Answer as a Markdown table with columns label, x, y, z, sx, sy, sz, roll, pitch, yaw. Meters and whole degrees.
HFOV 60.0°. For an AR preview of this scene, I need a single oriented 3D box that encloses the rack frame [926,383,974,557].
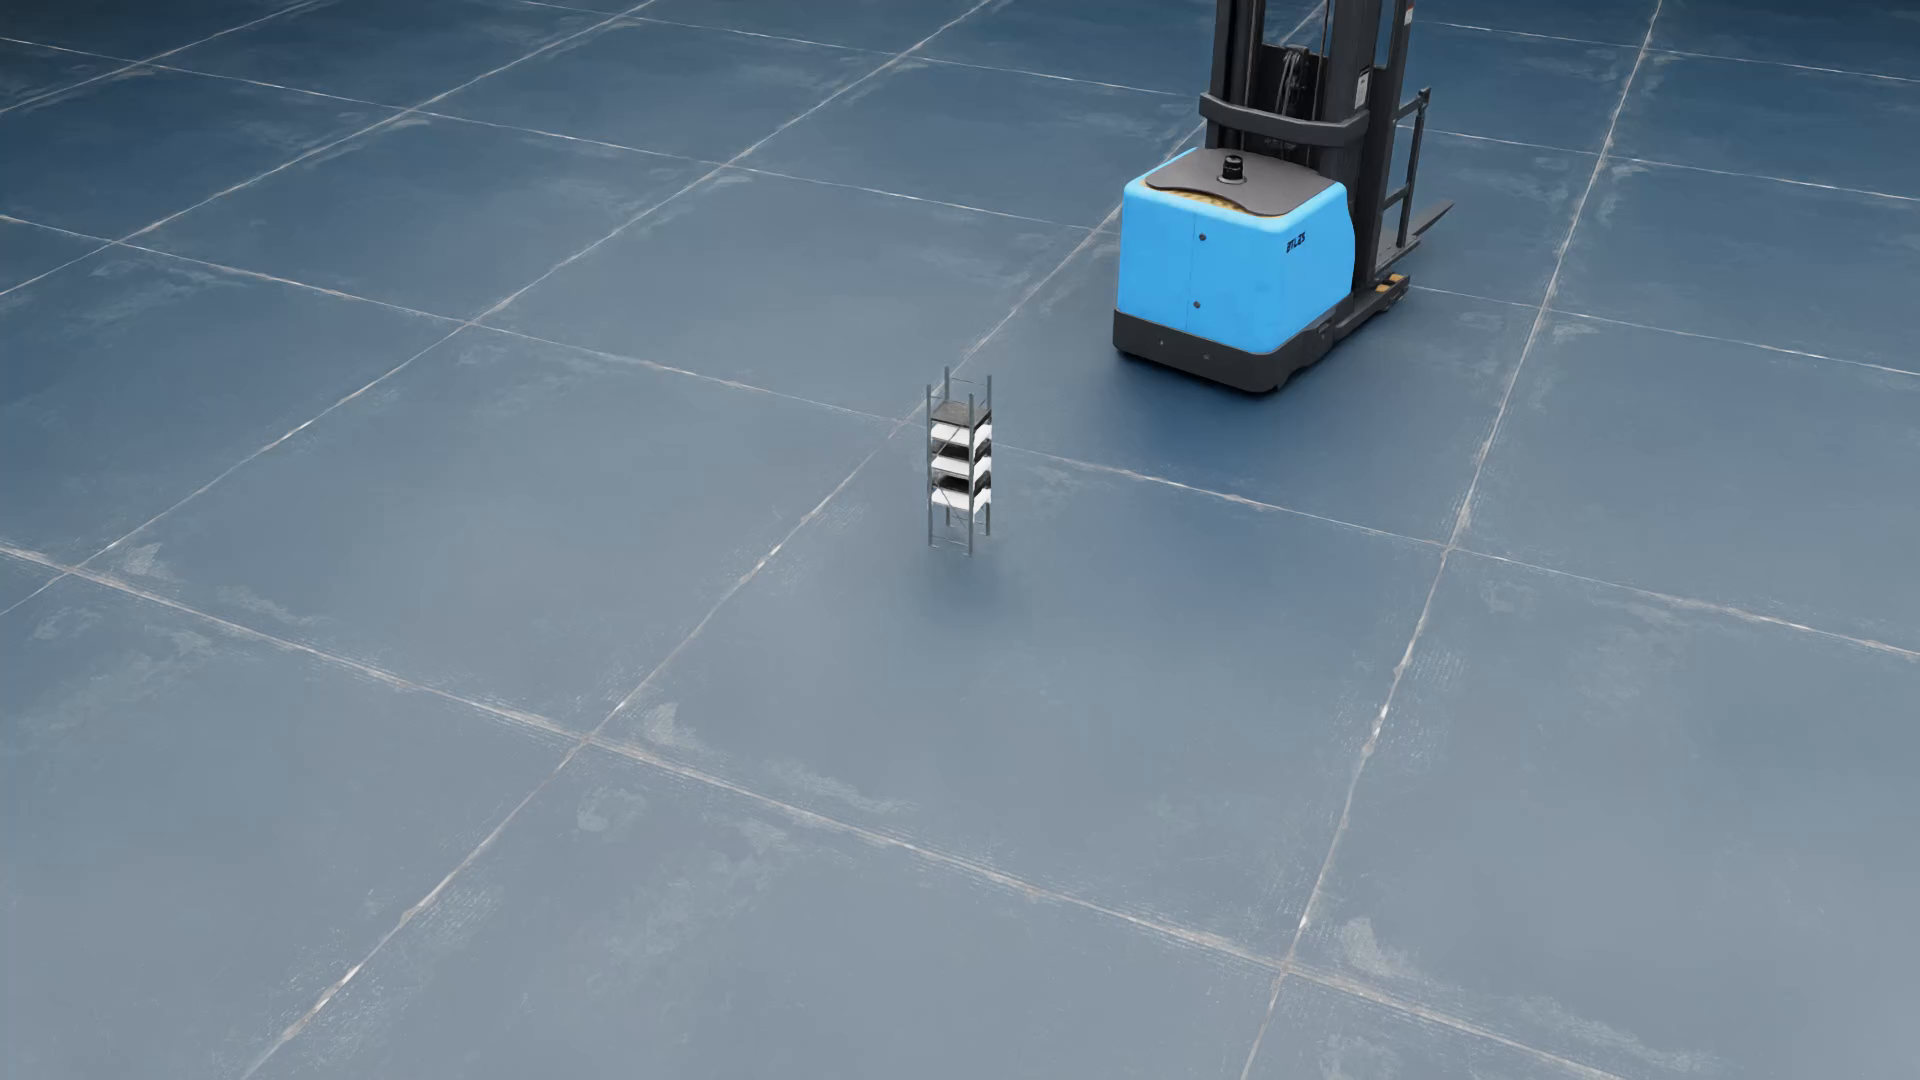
| label | x | y | z | sx | sy | sz | roll | pitch | yaw |
| --- | --- | --- | --- | --- | --- | --- | --- | --- | --- |
| rack frame | -0.046 | -0.322 | 7.920 | 0.240 | 0.900 | 0.006 | 14 | 36 | 20 |

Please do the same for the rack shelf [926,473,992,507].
| label | x | y | z | sx | sy | sz | roll | pitch | yaw |
| --- | --- | --- | --- | --- | --- | --- | --- | --- | --- |
| rack shelf | -0.003 | -0.269 | 8.065 | 0.258 | 0.077 | 0.200 | 14 | 36 | 20 |

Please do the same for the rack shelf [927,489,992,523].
| label | x | y | z | sx | sy | sz | roll | pitch | yaw |
| --- | --- | --- | --- | --- | --- | --- | --- | --- | --- |
| rack shelf | -0.003 | -0.194 | 8.114 | 0.258 | 0.077 | 0.200 | 14 | 36 | 20 |

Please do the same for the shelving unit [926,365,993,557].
| label | x | y | z | sx | sy | sz | roll | pitch | yaw |
| --- | --- | --- | --- | --- | --- | --- | --- | --- | --- |
| shelving unit | -0.003 | -0.372 | 7.997 | 0.258 | 0.900 | 0.210 | 14 | 36 | 20 |

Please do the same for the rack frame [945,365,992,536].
| label | x | y | z | sx | sy | sz | roll | pitch | yaw |
| --- | --- | --- | --- | --- | --- | --- | --- | --- | --- |
| rack frame | 0.039 | -0.423 | 8.074 | 0.240 | 0.900 | 0.006 | 14 | 36 | 20 |

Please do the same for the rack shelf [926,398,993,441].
| label | x | y | z | sx | sy | sz | roll | pitch | yaw |
| --- | --- | --- | --- | --- | --- | --- | --- | --- | --- |
| rack shelf | -0.003 | -0.570 | 7.867 | 0.258 | 0.077 | 0.200 | 14 | 36 | 20 |

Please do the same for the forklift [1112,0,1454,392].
| label | x | y | z | sx | sy | sz | roll | pitch | yaw |
| --- | --- | --- | --- | --- | --- | --- | --- | --- | --- |
| forklift | 2.200 | -2.809 | 9.861 | 1.130 | 2.935 | 3.031 | 23 | 39 | 30 |

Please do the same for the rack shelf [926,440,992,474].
| label | x | y | z | sx | sy | sz | roll | pitch | yaw |
| --- | --- | --- | --- | --- | --- | --- | --- | --- | --- |
| rack shelf | -0.003 | -0.420 | 7.966 | 0.258 | 0.077 | 0.200 | 14 | 36 | 20 |

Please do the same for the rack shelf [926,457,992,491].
| label | x | y | z | sx | sy | sz | roll | pitch | yaw |
| --- | --- | --- | --- | --- | --- | --- | --- | --- | --- |
| rack shelf | -0.003 | -0.344 | 8.015 | 0.258 | 0.077 | 0.200 | 14 | 36 | 20 |

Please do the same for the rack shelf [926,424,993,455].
| label | x | y | z | sx | sy | sz | roll | pitch | yaw |
| --- | --- | --- | --- | --- | --- | --- | --- | --- | --- |
| rack shelf | -0.003 | -0.495 | 7.917 | 0.258 | 0.077 | 0.200 | 14 | 36 | 20 |
